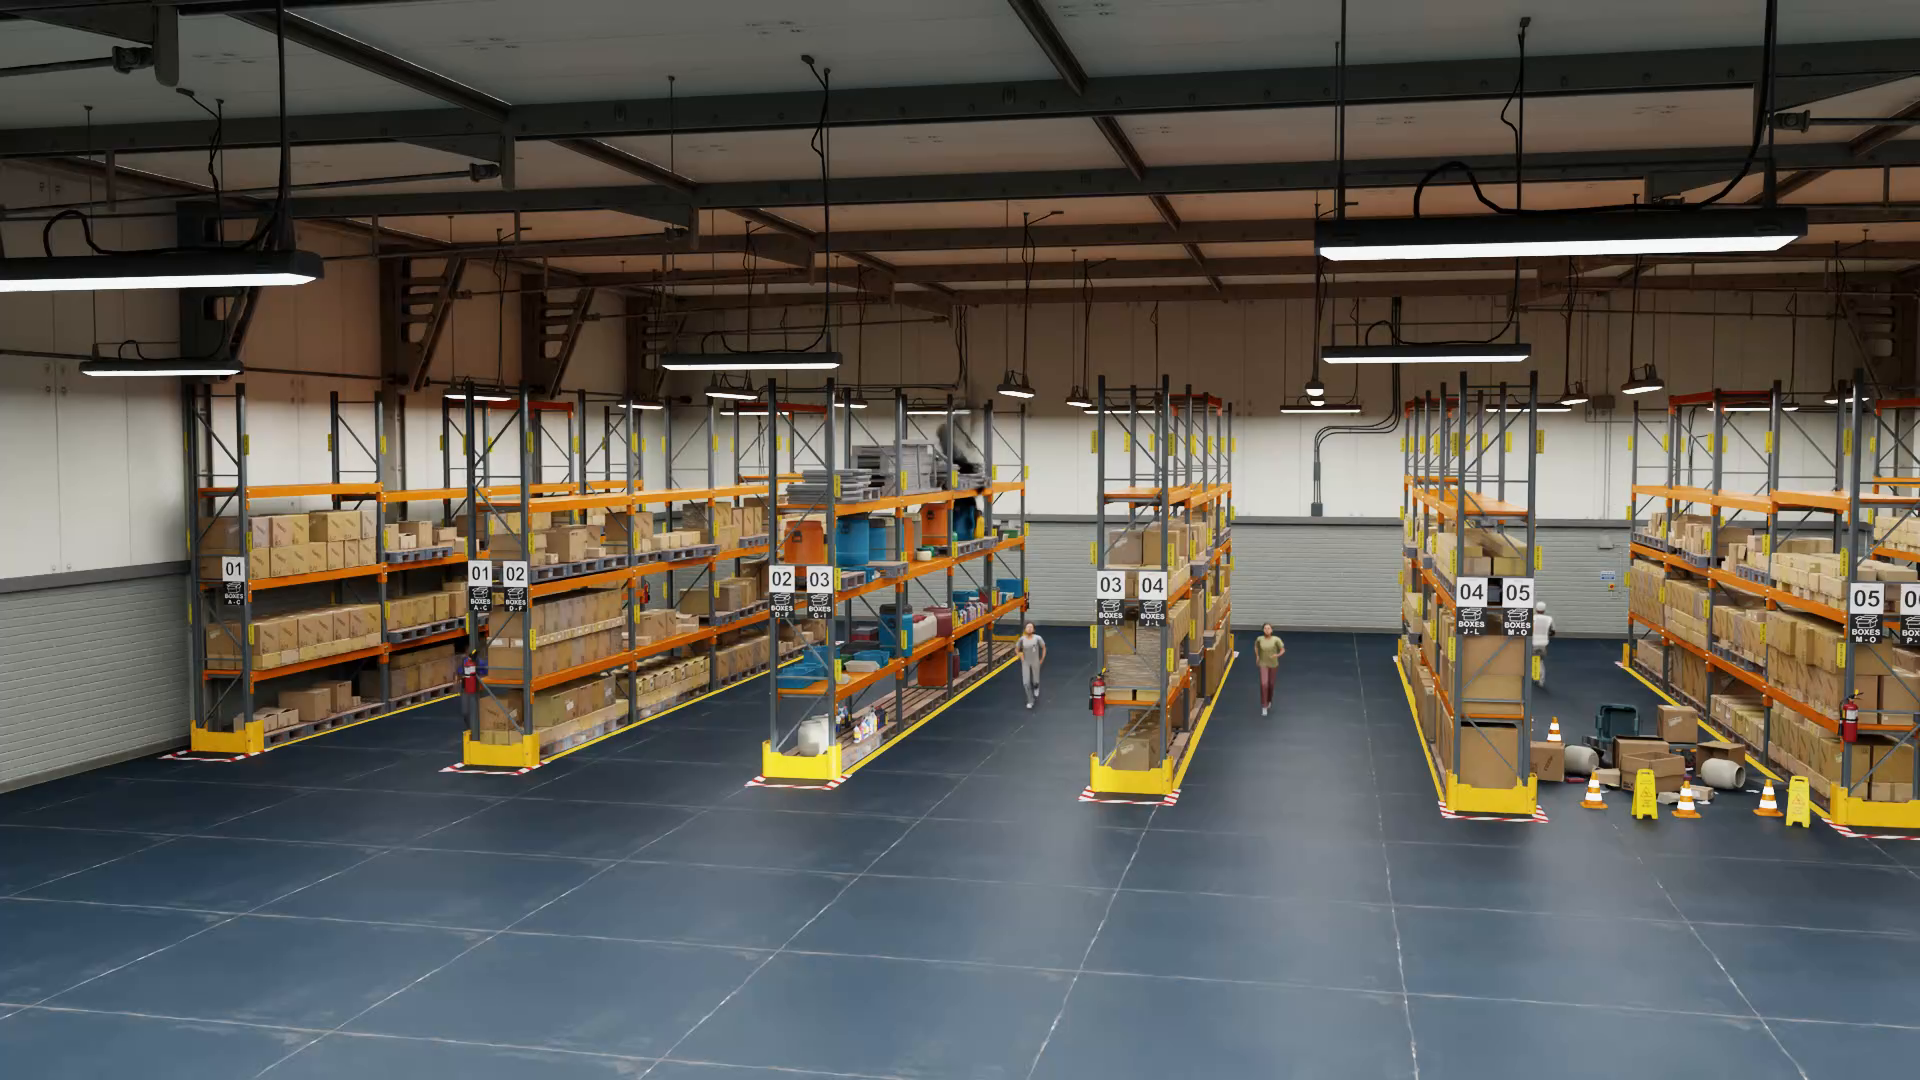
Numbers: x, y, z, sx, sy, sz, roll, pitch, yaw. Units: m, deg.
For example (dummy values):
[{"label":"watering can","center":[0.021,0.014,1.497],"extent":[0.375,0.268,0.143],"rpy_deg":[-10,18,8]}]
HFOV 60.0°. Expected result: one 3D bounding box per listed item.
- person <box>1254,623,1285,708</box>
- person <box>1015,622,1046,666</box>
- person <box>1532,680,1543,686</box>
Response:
[{"label":"person","center":[5.790,2.328,31.098],"extent":[0.568,1.558,0.710],"rpy_deg":[1,3,11]},{"label":"person","center":[1.342,1.993,31.749],"extent":[0.604,0.850,0.415],"rpy_deg":[0,3,4]},{"label":"person","center":[12.018,2.836,34.570],"extent":[0.238,0.373,0.306],"rpy_deg":[0,3,6]}]
